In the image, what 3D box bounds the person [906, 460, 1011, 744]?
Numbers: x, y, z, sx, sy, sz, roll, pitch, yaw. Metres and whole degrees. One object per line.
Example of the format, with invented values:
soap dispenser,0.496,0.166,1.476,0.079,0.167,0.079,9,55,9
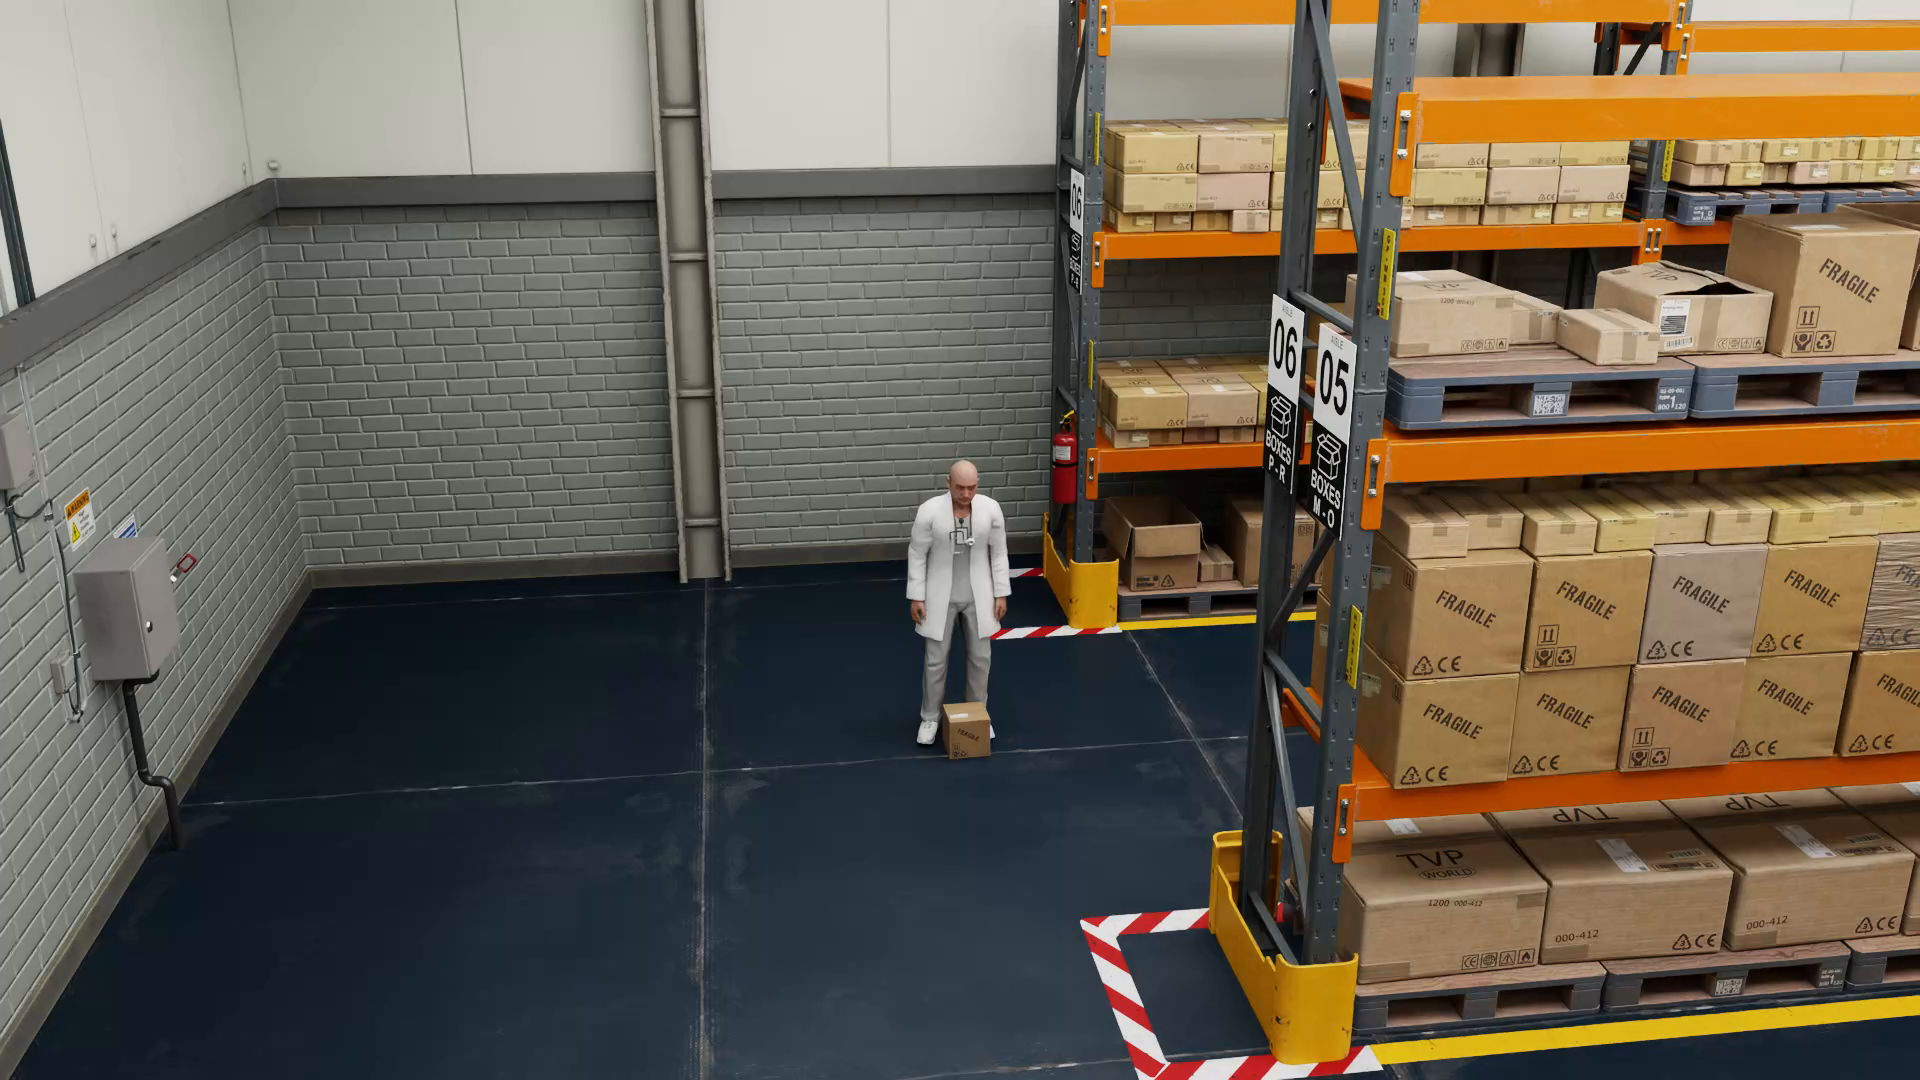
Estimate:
person,-0.008,0.357,10.098,0.641,1.773,0.427,-3,20,-8
